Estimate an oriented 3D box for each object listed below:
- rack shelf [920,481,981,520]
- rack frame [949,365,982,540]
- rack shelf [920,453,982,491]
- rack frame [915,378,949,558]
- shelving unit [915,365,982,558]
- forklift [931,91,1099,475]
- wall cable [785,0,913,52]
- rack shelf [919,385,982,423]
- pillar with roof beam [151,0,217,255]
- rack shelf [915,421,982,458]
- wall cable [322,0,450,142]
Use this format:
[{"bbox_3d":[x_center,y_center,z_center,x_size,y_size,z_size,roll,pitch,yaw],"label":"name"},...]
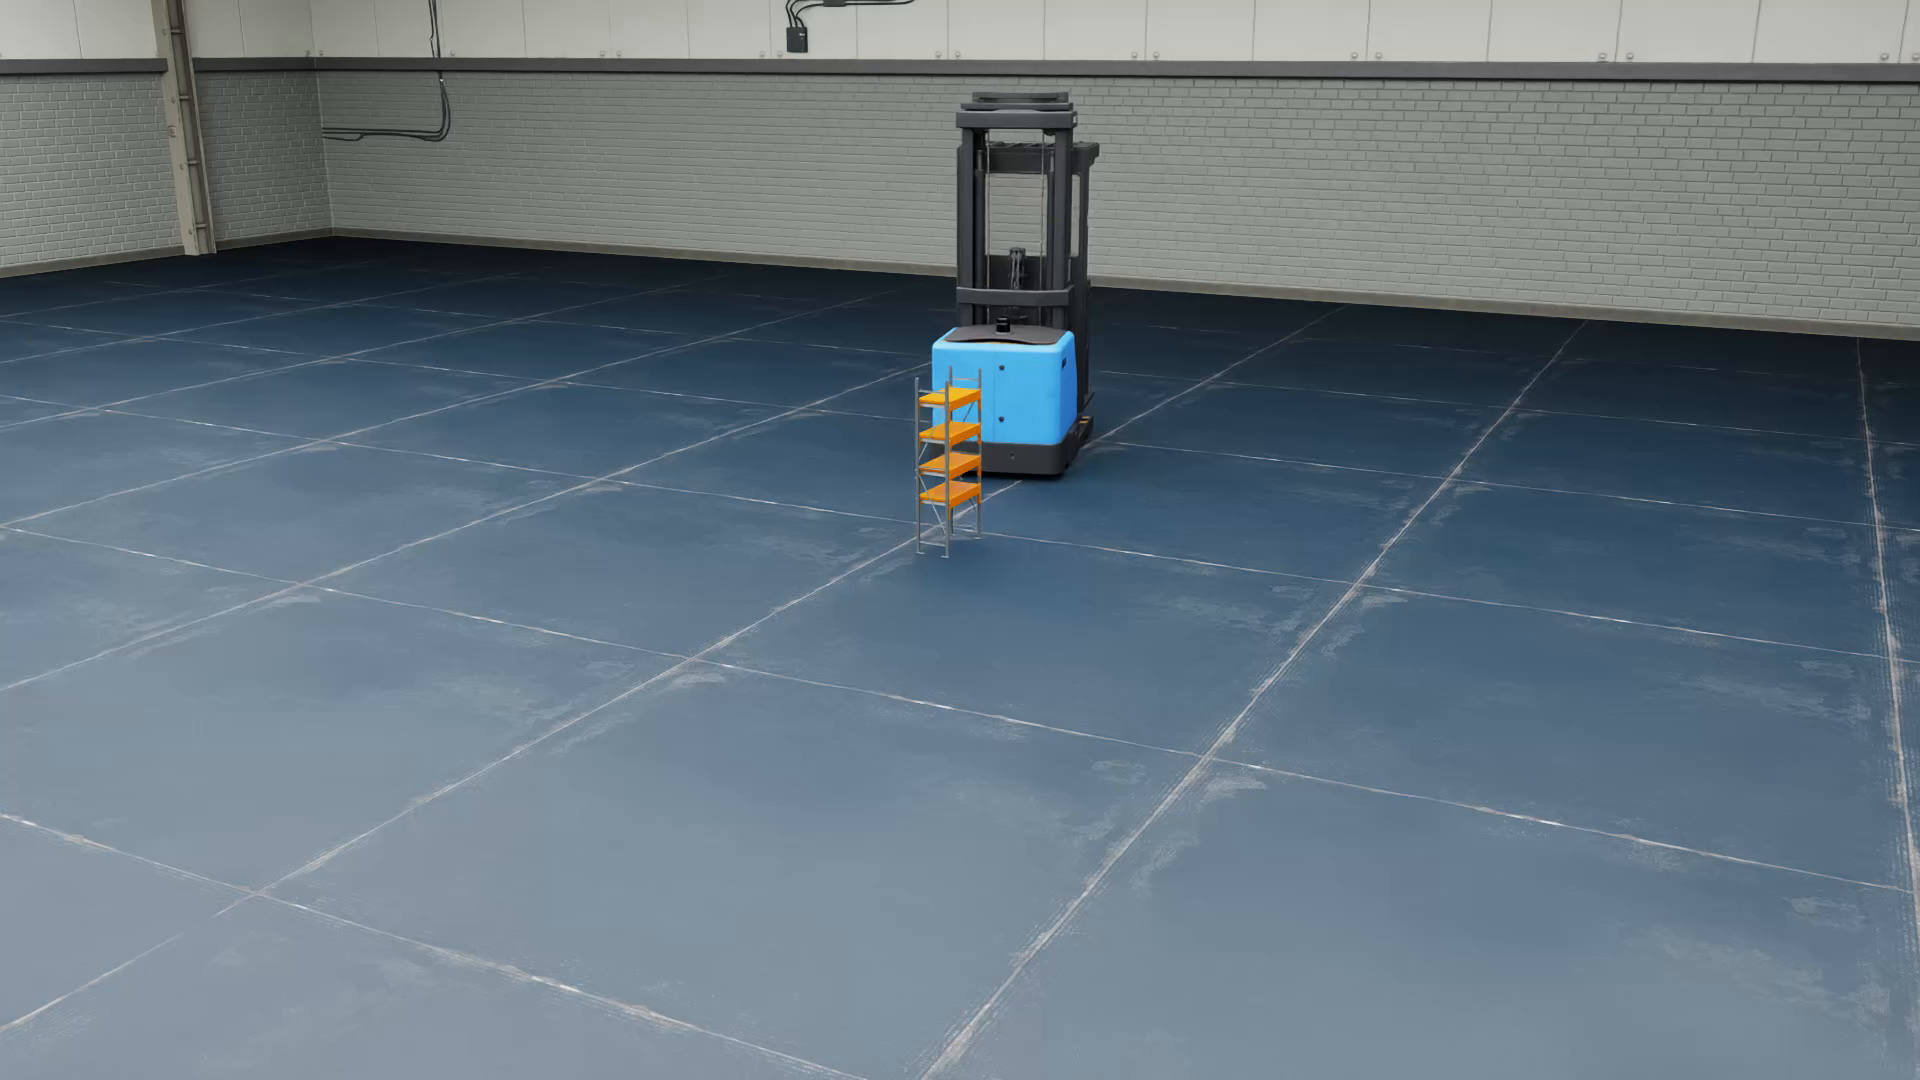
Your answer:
[{"bbox_3d":[-0.074,-0.278,11.287,0.258,0.148,0.480,8,18,25],"label":"rack shelf"},{"bbox_3d":[0.035,-0.595,11.421,0.240,1.200,0.015,8,18,25],"label":"rack frame"},{"bbox_3d":[-0.074,-0.469,11.231,0.258,0.148,0.480,8,18,25],"label":"rack shelf"},{"bbox_3d":[-0.183,-0.471,11.002,0.240,1.200,0.015,8,18,25],"label":"rack frame"},{"bbox_3d":[-0.074,-0.533,11.212,0.258,1.200,0.503,8,18,25],"label":"shelving unit"},{"bbox_3d":[0.565,-2.291,14.091,1.130,2.935,3.031,3,17,11],"label":"forklift"},{"bbox_3d":[-1.543,-10.038,23.542,2.305,6.003,0.169,8,18,25],"label":"wall cable"},{"bbox_3d":[-0.074,-0.910,11.100,0.258,0.148,0.480,8,18,25],"label":"rack shelf"},{"bbox_3d":[-8.677,-8.490,24.303,9.100,9.000,0.400,8,18,25],"label":"pillar with roof beam"},{"bbox_3d":[-0.074,-0.683,11.167,0.258,0.148,0.480,8,18,25],"label":"rack shelf"},{"bbox_3d":[-10.029,-8.131,28.549,3.097,2.526,0.112,8,18,25],"label":"wall cable"}]
